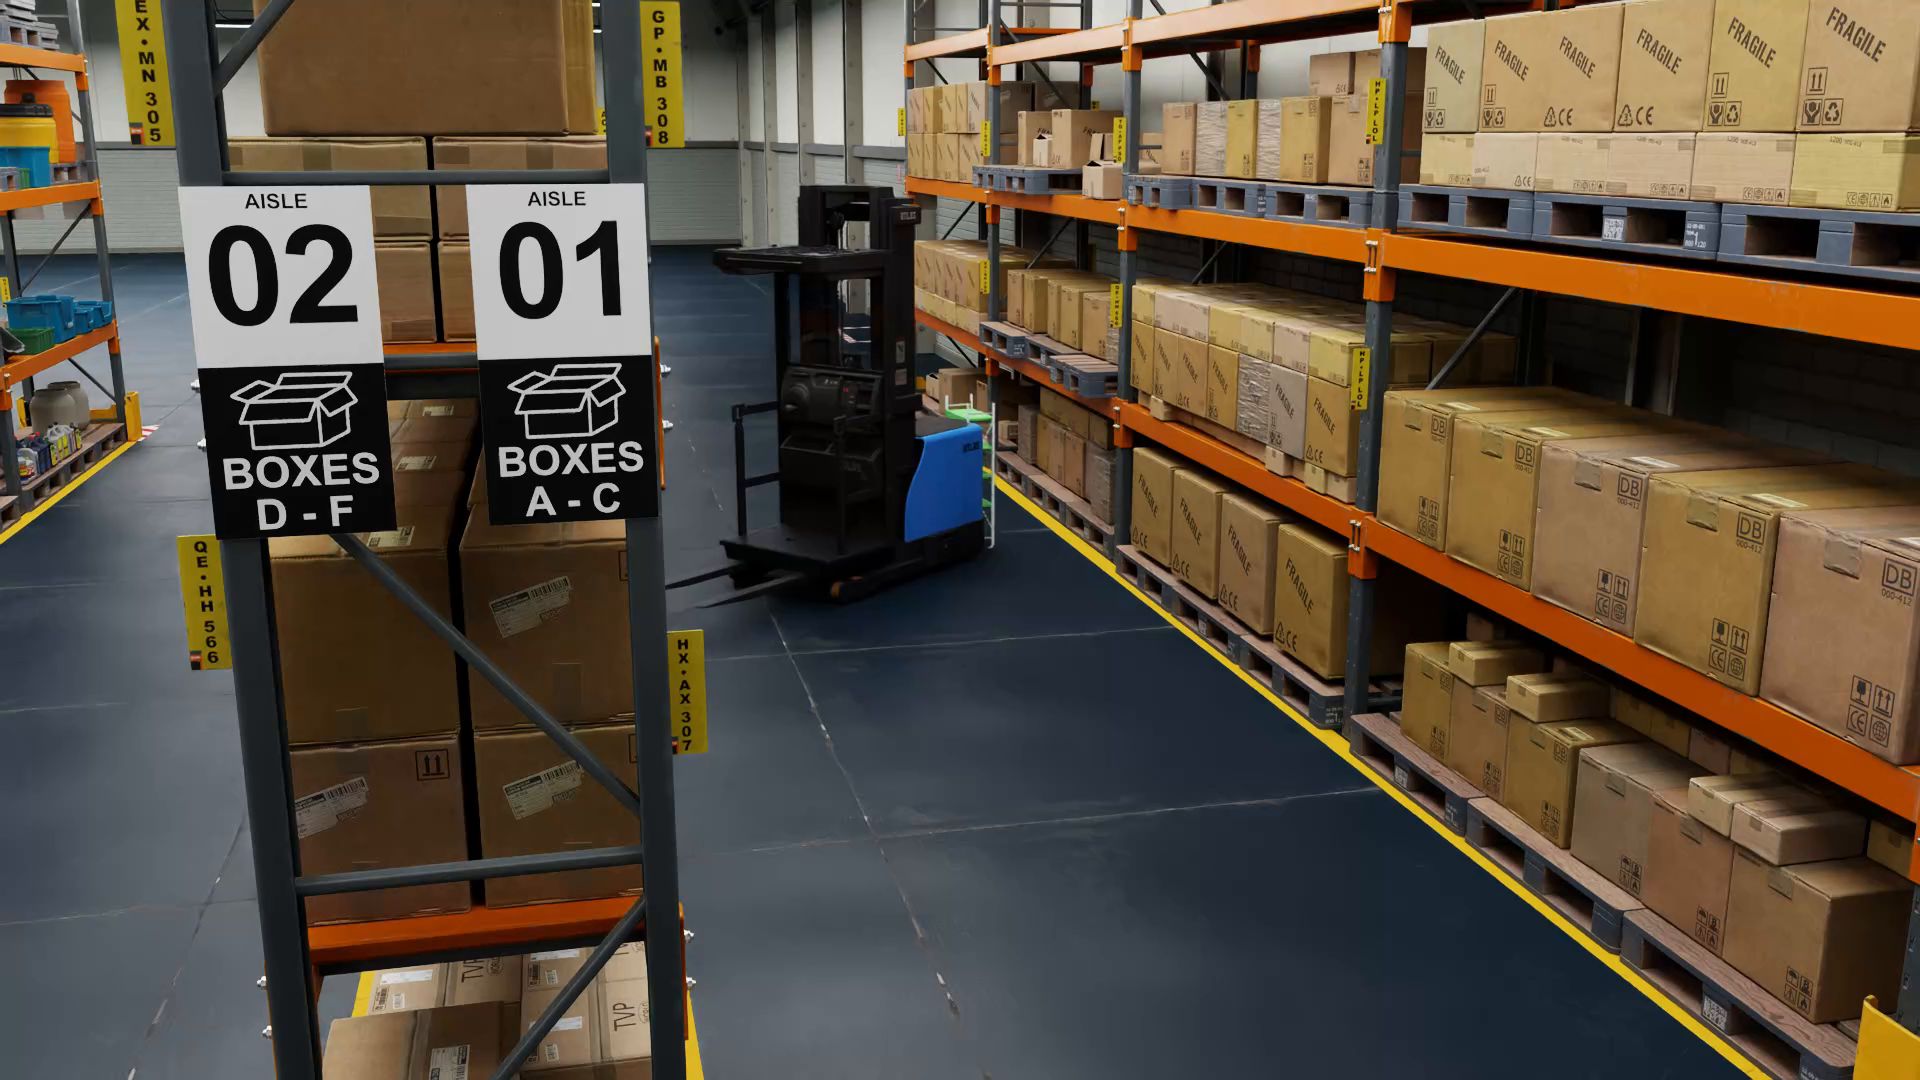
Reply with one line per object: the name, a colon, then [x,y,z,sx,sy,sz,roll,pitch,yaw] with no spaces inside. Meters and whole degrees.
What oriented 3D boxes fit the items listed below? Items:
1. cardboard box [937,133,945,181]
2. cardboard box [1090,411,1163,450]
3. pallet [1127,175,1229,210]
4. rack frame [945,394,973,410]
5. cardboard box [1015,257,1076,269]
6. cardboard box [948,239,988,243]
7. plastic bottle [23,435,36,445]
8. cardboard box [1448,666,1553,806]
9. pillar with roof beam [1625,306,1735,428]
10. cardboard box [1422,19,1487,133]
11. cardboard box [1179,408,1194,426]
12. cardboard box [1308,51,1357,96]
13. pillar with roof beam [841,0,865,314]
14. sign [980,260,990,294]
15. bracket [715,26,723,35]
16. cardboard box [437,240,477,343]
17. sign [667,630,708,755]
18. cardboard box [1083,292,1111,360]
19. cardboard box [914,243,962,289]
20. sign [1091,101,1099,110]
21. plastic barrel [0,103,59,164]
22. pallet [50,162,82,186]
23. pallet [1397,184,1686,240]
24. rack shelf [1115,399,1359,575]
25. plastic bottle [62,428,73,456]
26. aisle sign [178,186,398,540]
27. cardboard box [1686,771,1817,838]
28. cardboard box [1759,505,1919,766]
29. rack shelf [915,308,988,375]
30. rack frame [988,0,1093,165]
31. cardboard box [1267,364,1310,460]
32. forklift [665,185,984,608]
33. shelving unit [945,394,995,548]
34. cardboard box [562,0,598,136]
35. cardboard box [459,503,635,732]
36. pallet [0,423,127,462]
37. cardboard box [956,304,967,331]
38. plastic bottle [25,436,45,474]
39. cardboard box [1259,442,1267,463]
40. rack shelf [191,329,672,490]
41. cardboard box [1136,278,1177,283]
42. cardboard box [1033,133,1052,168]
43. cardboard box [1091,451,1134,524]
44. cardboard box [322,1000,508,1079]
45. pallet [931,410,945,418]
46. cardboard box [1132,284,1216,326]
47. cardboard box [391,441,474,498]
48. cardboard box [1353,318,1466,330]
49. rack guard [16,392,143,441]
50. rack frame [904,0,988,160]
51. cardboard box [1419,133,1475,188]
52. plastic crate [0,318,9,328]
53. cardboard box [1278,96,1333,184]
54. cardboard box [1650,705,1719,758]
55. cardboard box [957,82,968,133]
cardboard box: [0.035,-4.188,18.174,0.500,0.500,0.500,-2,14,-10]
cardboard box: [1.422,-0.947,14.244,0.500,0.250,0.500,-3,14,-12]
pallet: [1.918,-2.505,11.939,1.213,0.211,1.003,-3,14,-11]
rack frame: [-0.008,-0.623,13.951,0.240,1.200,0.015,-5,15,-20]
cardboard box: [0.868,-2.629,17.063,0.500,0.500,0.500,-4,14,-14]
cardboard box: [0.153,-3.335,19.952,0.500,0.500,0.500,-3,14,-14]
plastic bottle: [-8.923,-0.884,16.035,0.152,0.276,0.135,-3,14,-13]
cardboard box: [2.845,0.942,8.134,0.700,0.500,0.500,-3,14,-14]
pillar with roof beam: [-0.525,-2.924,6.934,9.100,9.000,0.400,-3,14,-13]
cardboard box: [2.549,-2.184,7.865,0.500,0.500,0.500,-3,14,-14]
cardboard box: [1.777,-0.909,11.813,0.380,0.149,0.250,-3,14,-14]
cardboard box: [2.431,-2.783,9.961,0.500,0.250,0.500,-4,14,-15]
pillar with roof beam: [-6.162,-8.460,29.596,9.100,9.000,0.400,-3,14,-13]
sign: [0.250,-2.597,16.412,0.100,0.325,0.005,-3,14,-13]
bracket: [-7.203,-15.224,49.696,0.235,0.232,0.430,-3,14,-13]
cardboard box: [-1.094,-0.680,4.386,0.500,0.250,0.500,-3,14,-13]
sign: [-0.693,0.386,4.202,0.100,0.325,0.005,-3,14,-13]
cardboard box: [1.437,-1.783,13.767,0.700,0.500,0.500,-5,14,-18]
cardboard box: [-0.238,-3.191,19.361,0.500,0.500,0.500,-3,14,-13]
sign: [1.314,-4.140,16.311,0.100,0.325,0.005,-3,14,-13]
plastic barrel: [-9.403,-4.075,16.687,0.600,0.588,0.600,0,14,0]
pallet: [-9.695,-3.748,17.025,1.003,0.211,1.213,-3,14,-13]
pallet: [2.836,-1.587,7.971,1.003,0.211,1.213,-3,14,-13]
rack shelf: [2.185,-0.475,11.065,1.077,0.370,4.000,-3,14,-13]
plastic bottle: [-8.871,-0.978,16.424,0.152,0.276,0.135,-4,14,-15]
aisle sign: [-1.502,-0.393,3.738,0.394,0.787,0.004,-3,14,-13]
cardboard box: [3.064,1.021,6.443,0.380,0.149,0.250,-3,14,-12]
cardboard box: [3.464,0.297,5.758,0.980,0.700,0.700,-3,14,-11]
rack shelf: [0.306,-2.320,18.619,1.077,0.370,4.000,-3,14,-13]
rack frame: [0.776,-5.123,15.933,1.000,3.000,0.127,-3,14,-13]
cardboard box: [2.172,-0.775,9.900,0.500,0.500,0.500,-3,14,-13]
forklift: [-1.089,-1.091,12.217,1.130,2.935,3.031,10,17,36]
shelving unit: [0.080,-0.569,13.729,0.258,1.200,0.503,-5,15,-20]
cardboard box: [-1.392,-1.392,4.667,0.700,0.500,0.500,-3,14,-13]
cardboard box: [-1.068,0.186,4.529,0.500,0.500,0.500,-3,14,-11]
pallet: [-9.545,-1.022,17.664,1.003,0.211,1.213,-3,14,-13]
cardboard box: [0.261,-2.353,17.511,0.500,0.250,0.500,-3,14,-13]
plastic bottle: [-8.641,-0.792,15.504,0.144,0.351,0.185,-3,14,-12]
cardboard box: [2.088,-0.550,10.343,0.380,0.149,0.250,-3,14,-13]
rack shelf: [-1.690,-0.732,5.799,1.077,0.370,4.000,-3,14,-13]
cardboard box: [1.515,-2.014,13.347,0.380,0.149,0.250,-6,15,-23]
cardboard box: [0.971,-3.553,15.134,0.500,0.311,0.500,-3,14,-11]
cardboard box: [1.495,-0.448,13.781,0.700,0.500,0.500,-3,14,-12]
cardboard box: [-1.588,1.726,4.882,0.500,0.500,0.500,-3,14,-13]
pallet: [0.293,-1.289,18.757,1.003,0.211,1.213,-3,14,-13]
cardboard box: [1.578,-1.727,12.215,0.500,0.250,0.500,-3,14,-12]
cardboard box: [-1.838,-0.020,5.373,0.500,0.500,0.500,-3,14,-12]
cardboard box: [2.670,-1.171,9.939,0.500,0.250,0.500,-3,14,-13]
rack guard: [-9.730,-1.350,18.398,1.175,0.500,0.348,-3,14,-13]
rack frame: [-0.164,-6.045,19.710,1.000,3.000,0.127,-3,14,-13]
cardboard box: [2.560,-1.825,7.979,0.500,0.250,0.500,-3,14,-13]
plastic crate: [-9.896,-2.226,17.275,0.298,0.136,0.250,-3,14,-13]
cardboard box: [2.361,-2.416,10.038,0.700,0.500,0.500,-4,14,-14]
cardboard box: [3.256,0.825,7.247,0.380,0.149,0.250,-3,14,-13]
cardboard box: [0.255,-4.436,17.086,0.500,0.500,0.500,-3,14,-10]
